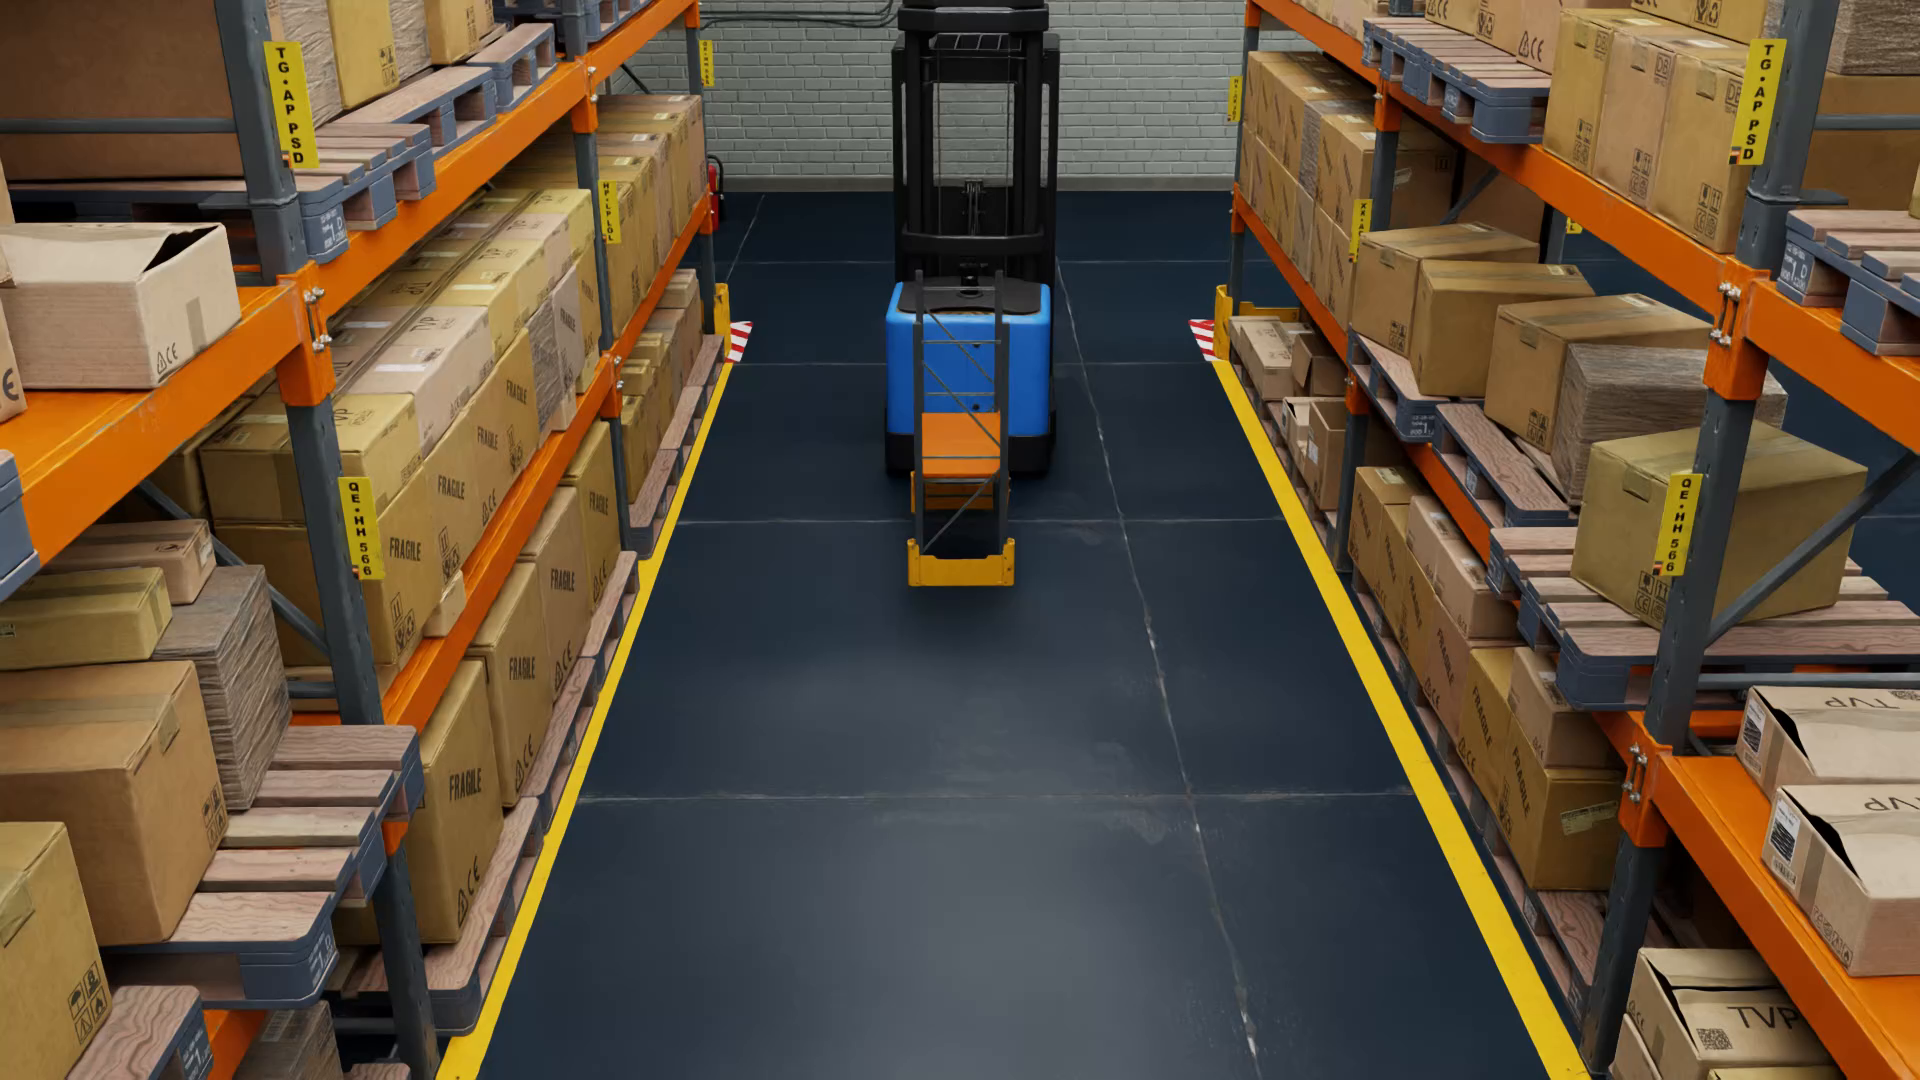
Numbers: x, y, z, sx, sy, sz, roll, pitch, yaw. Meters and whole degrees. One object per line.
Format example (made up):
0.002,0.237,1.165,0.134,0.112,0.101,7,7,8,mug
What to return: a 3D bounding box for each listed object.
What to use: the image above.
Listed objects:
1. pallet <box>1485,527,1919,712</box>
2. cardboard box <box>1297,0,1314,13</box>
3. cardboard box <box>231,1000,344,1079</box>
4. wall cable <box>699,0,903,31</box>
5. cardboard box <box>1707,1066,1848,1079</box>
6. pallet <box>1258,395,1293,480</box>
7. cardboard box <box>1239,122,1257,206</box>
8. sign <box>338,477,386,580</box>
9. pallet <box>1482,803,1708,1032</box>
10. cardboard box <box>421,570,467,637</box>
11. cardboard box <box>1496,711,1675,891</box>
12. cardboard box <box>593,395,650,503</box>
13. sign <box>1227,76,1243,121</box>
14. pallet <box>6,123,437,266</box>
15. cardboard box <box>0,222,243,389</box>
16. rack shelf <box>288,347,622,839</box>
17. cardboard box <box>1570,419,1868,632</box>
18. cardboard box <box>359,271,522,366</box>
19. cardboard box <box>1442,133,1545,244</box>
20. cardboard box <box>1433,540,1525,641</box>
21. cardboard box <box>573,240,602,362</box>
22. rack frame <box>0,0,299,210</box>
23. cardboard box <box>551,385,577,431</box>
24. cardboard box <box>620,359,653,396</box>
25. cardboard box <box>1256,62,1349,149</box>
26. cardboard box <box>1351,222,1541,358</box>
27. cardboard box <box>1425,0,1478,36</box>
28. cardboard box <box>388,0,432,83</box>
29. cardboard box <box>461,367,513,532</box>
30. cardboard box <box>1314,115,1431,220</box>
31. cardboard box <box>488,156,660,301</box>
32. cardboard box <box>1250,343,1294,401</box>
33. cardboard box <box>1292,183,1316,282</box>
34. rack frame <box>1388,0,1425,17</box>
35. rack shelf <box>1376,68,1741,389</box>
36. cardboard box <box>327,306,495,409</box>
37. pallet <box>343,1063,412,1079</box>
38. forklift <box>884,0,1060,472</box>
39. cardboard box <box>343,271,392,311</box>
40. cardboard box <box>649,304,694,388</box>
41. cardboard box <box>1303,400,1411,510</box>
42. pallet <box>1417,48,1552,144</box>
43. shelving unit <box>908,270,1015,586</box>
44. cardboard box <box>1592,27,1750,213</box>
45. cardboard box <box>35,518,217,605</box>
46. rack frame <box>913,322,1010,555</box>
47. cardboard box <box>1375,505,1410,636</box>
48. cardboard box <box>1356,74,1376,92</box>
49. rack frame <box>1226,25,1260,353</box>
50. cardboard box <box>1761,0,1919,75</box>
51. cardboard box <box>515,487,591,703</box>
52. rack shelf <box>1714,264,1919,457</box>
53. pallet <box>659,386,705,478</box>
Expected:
2.579,0.251,5.788,1.213,0.211,1.003,0,24,-1,pallet
2.332,-3.321,9.996,0.500,0.250,0.500,0,24,-1,cardboard box
-2.237,1.701,4.848,0.700,0.500,0.500,0,24,0,cardboard box
-2.088,-6.481,16.928,3.097,2.526,0.112,0,24,-1,wall cable
2.383,1.682,4.537,0.500,0.311,0.500,-1,24,-2,cardboard box
2.590,-0.722,11.091,1.003,0.211,1.213,0,24,-1,pallet
2.310,-2.716,11.993,0.500,0.500,0.500,0,24,1,cardboard box
-1.754,-0.031,4.871,0.100,0.325,0.005,0,24,-1,sign
2.686,1.405,6.387,1.003,0.211,1.213,0,24,-1,pallet
-1.981,0.221,5.901,0.380,0.149,0.250,0,24,1,cardboard box
2.412,0.997,6.406,0.500,0.500,0.500,1,24,2,cardboard box
-2.246,-0.543,9.834,0.700,0.500,0.500,0,24,0,cardboard box
2.027,-3.246,12.236,0.100,0.325,0.005,0,24,-1,sign
-2.357,-1.079,5.086,1.213,0.211,1.003,1,24,2,pallet
-2.019,-0.573,3.822,0.500,0.311,0.500,0,24,-1,cardboard box
-2.319,-0.030,7.049,1.077,0.370,4.000,0,24,-1,rack shelf
2.537,-0.053,5.597,0.700,0.500,0.500,-9,26,-18,cardboard box
-2.072,-0.892,6.665,0.500,0.250,0.500,-1,24,-2,cardboard box
2.889,-1.902,8.981,0.500,0.500,0.500,0,24,1,cardboard box
2.391,0.210,7.235,0.500,0.250,0.500,-1,24,-2,cardboard box
-2.083,-1.183,8.219,0.500,0.500,0.500,-1,24,-1,cardboard box
-2.297,-2.267,3.843,1.000,3.000,0.127,0,24,-1,rack frame
-2.008,-0.619,7.759,0.380,0.149,0.250,0,24,-1,cardboard box
-2.067,-0.980,10.014,0.380,0.149,0.250,1,24,1,cardboard box
2.324,-2.956,11.310,0.500,0.500,0.500,0,24,0,cardboard box
2.394,-1.246,8.235,0.700,0.500,0.500,-9,26,-18,cardboard box
2.545,-2.647,7.570,0.600,0.600,0.600,-3,24,-6,cardboard box
-2.429,-1.996,6.227,0.700,0.500,0.500,0,24,-1,cardboard box
-2.047,-0.346,6.367,0.500,0.500,0.500,0,24,-1,cardboard box
2.340,-2.125,9.474,0.500,0.500,0.500,-1,24,-2,cardboard box
-2.333,-1.843,9.821,0.980,0.700,0.700,-1,24,-2,cardboard box
2.302,-1.164,11.487,0.500,0.250,0.500,0,24,-1,cardboard box
2.336,-1.880,10.146,0.500,0.500,0.500,0,24,1,cardboard box
2.613,-3.939,7.540,1.000,3.000,0.127,0,24,-1,rack frame
2.635,-1.421,6.484,1.077,0.370,4.000,0,24,-1,rack shelf
-2.060,-0.681,6.200,0.500,0.250,0.500,0,24,0,cardboard box
-2.290,2.059,4.942,1.003,0.211,1.213,0,24,-1,pallet
0.114,-2.333,11.352,1.130,2.935,3.031,1,24,2,forklift
-2.572,-0.886,6.652,0.500,0.250,0.500,-1,24,-2,cardboard box
-2.271,-1.388,11.704,0.700,0.500,0.500,0,24,-1,cardboard box
2.323,-0.501,9.717,0.500,0.500,0.500,0,24,-1,cardboard box
2.564,-1.790,6.657,1.213,0.211,1.003,0,24,-1,pallet
0.001,-0.652,9.371,0.587,1.500,1.083,0,24,-1,shelving unit
2.612,-1.360,5.355,0.910,0.500,0.500,0,24,-1,cardboard box
-2.263,0.067,4.520,0.380,0.149,0.250,-3,25,-7,cardboard box
0.006,-0.439,8.900,0.500,1.500,0.032,0,24,-1,rack frame
2.391,0.153,8.271,0.500,0.500,0.500,0,24,0,cardboard box
2.866,-2.751,10.858,0.500,0.500,0.500,0,24,1,cardboard box
2.569,-2.854,12.420,1.000,3.000,0.127,0,24,-1,rack frame
2.658,-1.605,4.684,0.500,0.500,0.500,0,24,-1,cardboard box
-2.191,0.240,7.679,0.750,0.750,0.750,0,24,1,cardboard box
2.678,0.228,2.839,1.077,0.370,4.000,0,24,-1,rack shelf
-2.287,-0.729,11.106,1.003,0.211,1.213,0,24,-1,pallet
